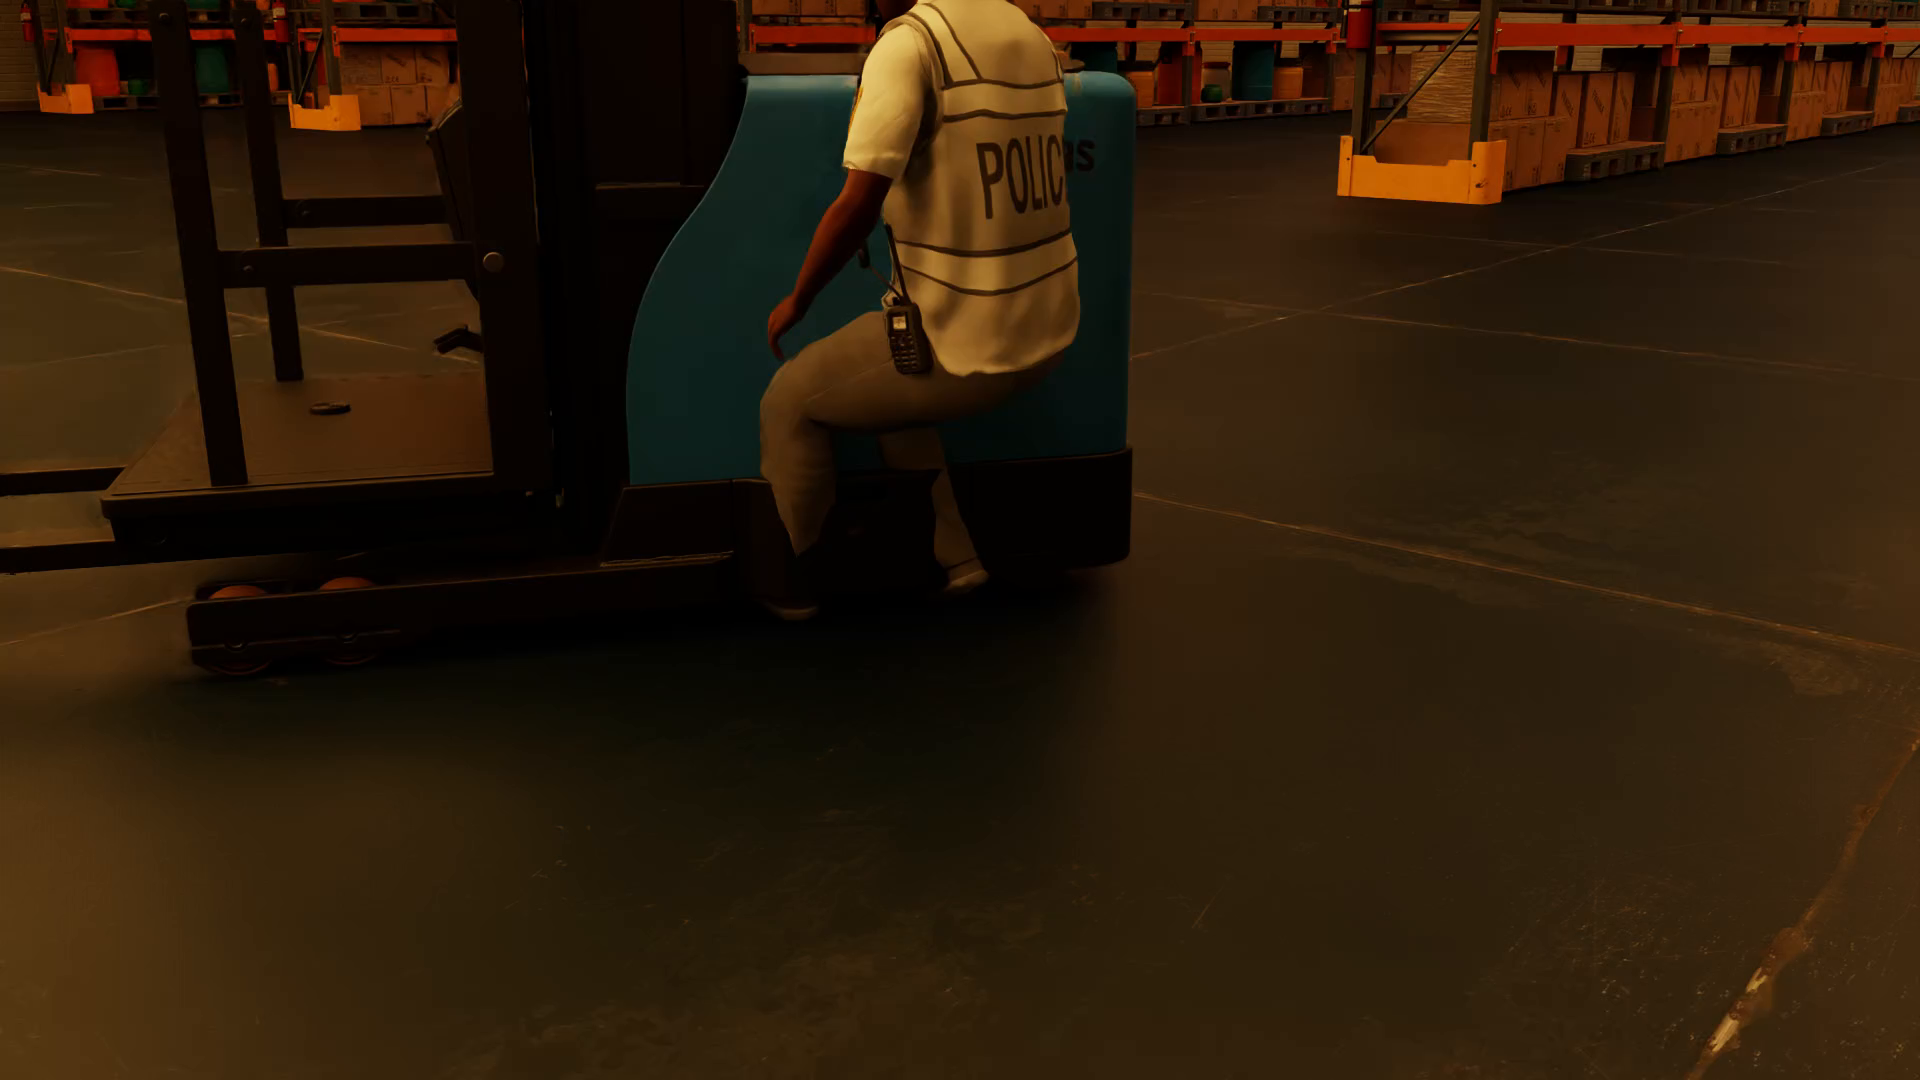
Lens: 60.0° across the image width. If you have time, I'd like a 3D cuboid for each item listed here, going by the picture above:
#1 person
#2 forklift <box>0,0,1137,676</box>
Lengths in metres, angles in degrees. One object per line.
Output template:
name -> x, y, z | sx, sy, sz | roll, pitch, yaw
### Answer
person -> -0.175, -0.457, 3.124 | 0.832, 1.471, 0.720 | 11, 20, 32
forklift -> -1.208, -1.319, 3.241 | 3.031, 2.935, 1.130 | -4, 17, -14
